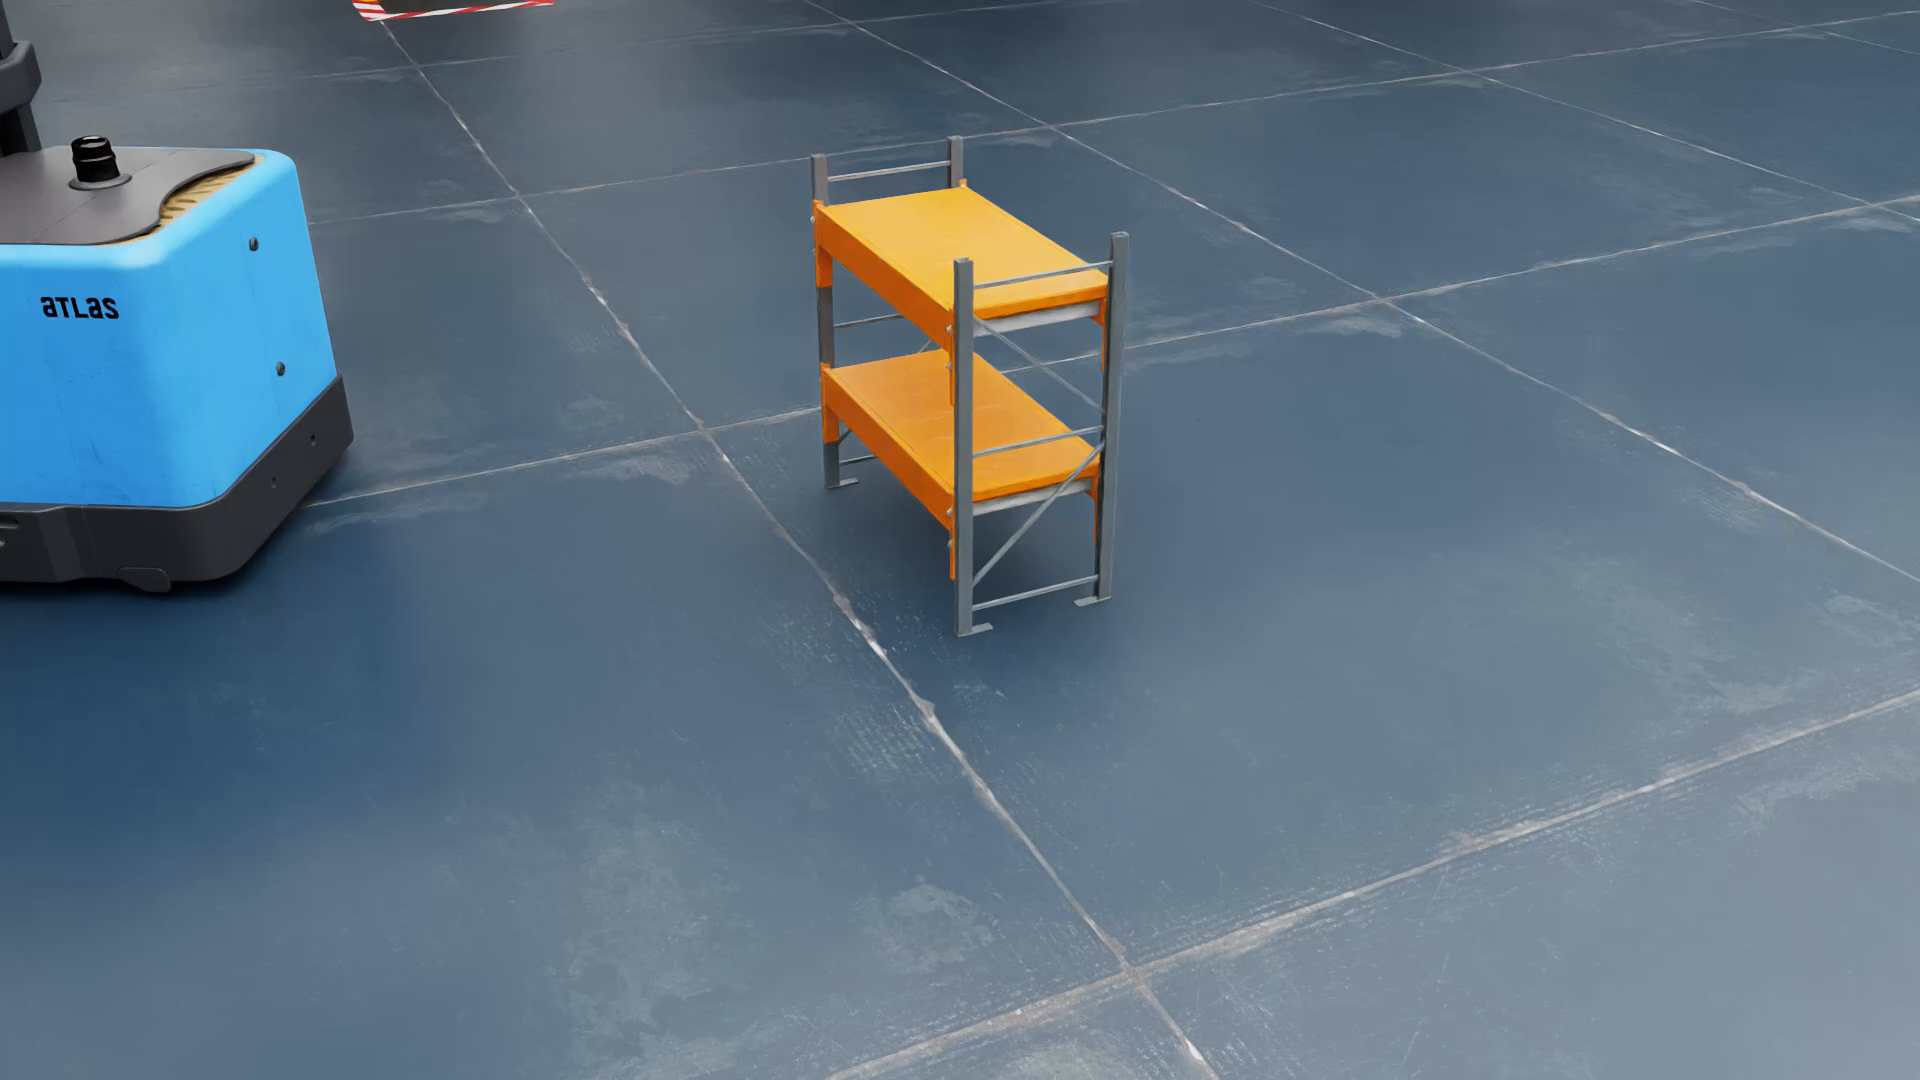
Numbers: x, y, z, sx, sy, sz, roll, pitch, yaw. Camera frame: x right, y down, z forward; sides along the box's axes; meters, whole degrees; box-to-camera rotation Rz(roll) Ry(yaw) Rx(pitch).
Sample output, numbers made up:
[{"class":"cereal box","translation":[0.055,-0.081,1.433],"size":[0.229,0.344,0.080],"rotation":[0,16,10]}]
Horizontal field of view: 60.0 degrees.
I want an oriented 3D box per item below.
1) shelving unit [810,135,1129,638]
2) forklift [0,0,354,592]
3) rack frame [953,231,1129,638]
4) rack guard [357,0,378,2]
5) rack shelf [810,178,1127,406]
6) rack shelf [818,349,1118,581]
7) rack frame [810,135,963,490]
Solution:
[{"class":"shelving unit","translation":[-0.003,-0.494,4.980],"size":[0.538,1.125,1.048],"rotation":[-13,32,-22]},{"class":"forklift","translation":[-3.623,-1.394,4.740],"size":[3.031,2.935,1.130],"rotation":[2,29,3]},{"class":"rack frame","translation":[0.215,-0.269,4.580],"size":[0.500,1.125,0.032],"rotation":[-13,32,-22]},{"class":"rack guard","translation":[-4.027,-4.425,12.630],"size":[1.175,0.500,0.348],"rotation":[-13,32,-22]},{"class":"rack shelf","translation":[-0.003,-0.749,4.837],"size":[0.538,0.278,1.000],"rotation":[-13,32,-22]},{"class":"rack shelf","translation":[-0.003,-0.280,5.100],"size":[0.538,0.278,1.000],"rotation":[-13,32,-22]},{"class":"rack frame","translation":[-0.221,-0.718,5.381],"size":[0.500,1.125,0.032],"rotation":[-13,32,-22]}]
